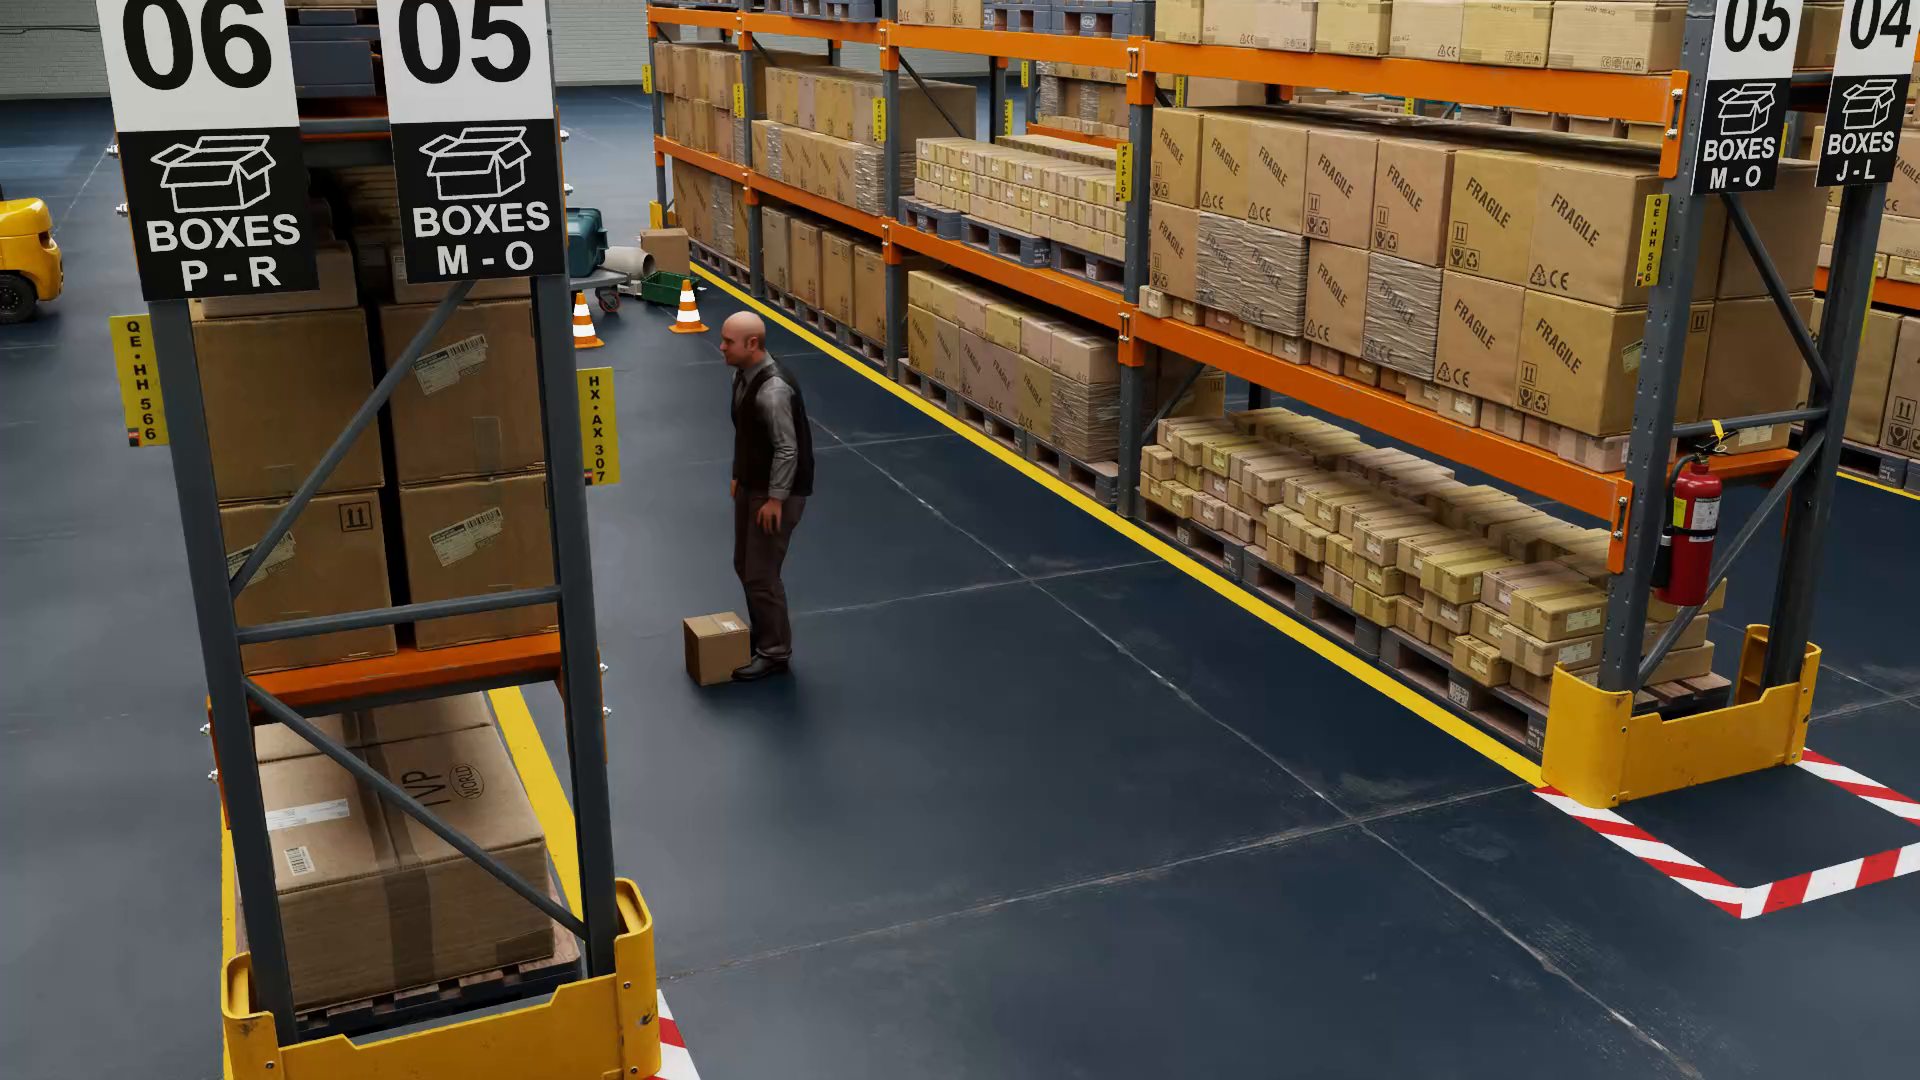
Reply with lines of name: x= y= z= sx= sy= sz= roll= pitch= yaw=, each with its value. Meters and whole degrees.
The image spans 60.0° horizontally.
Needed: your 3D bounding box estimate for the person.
person: x=-0.918 y=-0.219 z=7.745 sx=0.461 sy=1.721 sz=0.581 roll=-8 pitch=20 yaw=-22
